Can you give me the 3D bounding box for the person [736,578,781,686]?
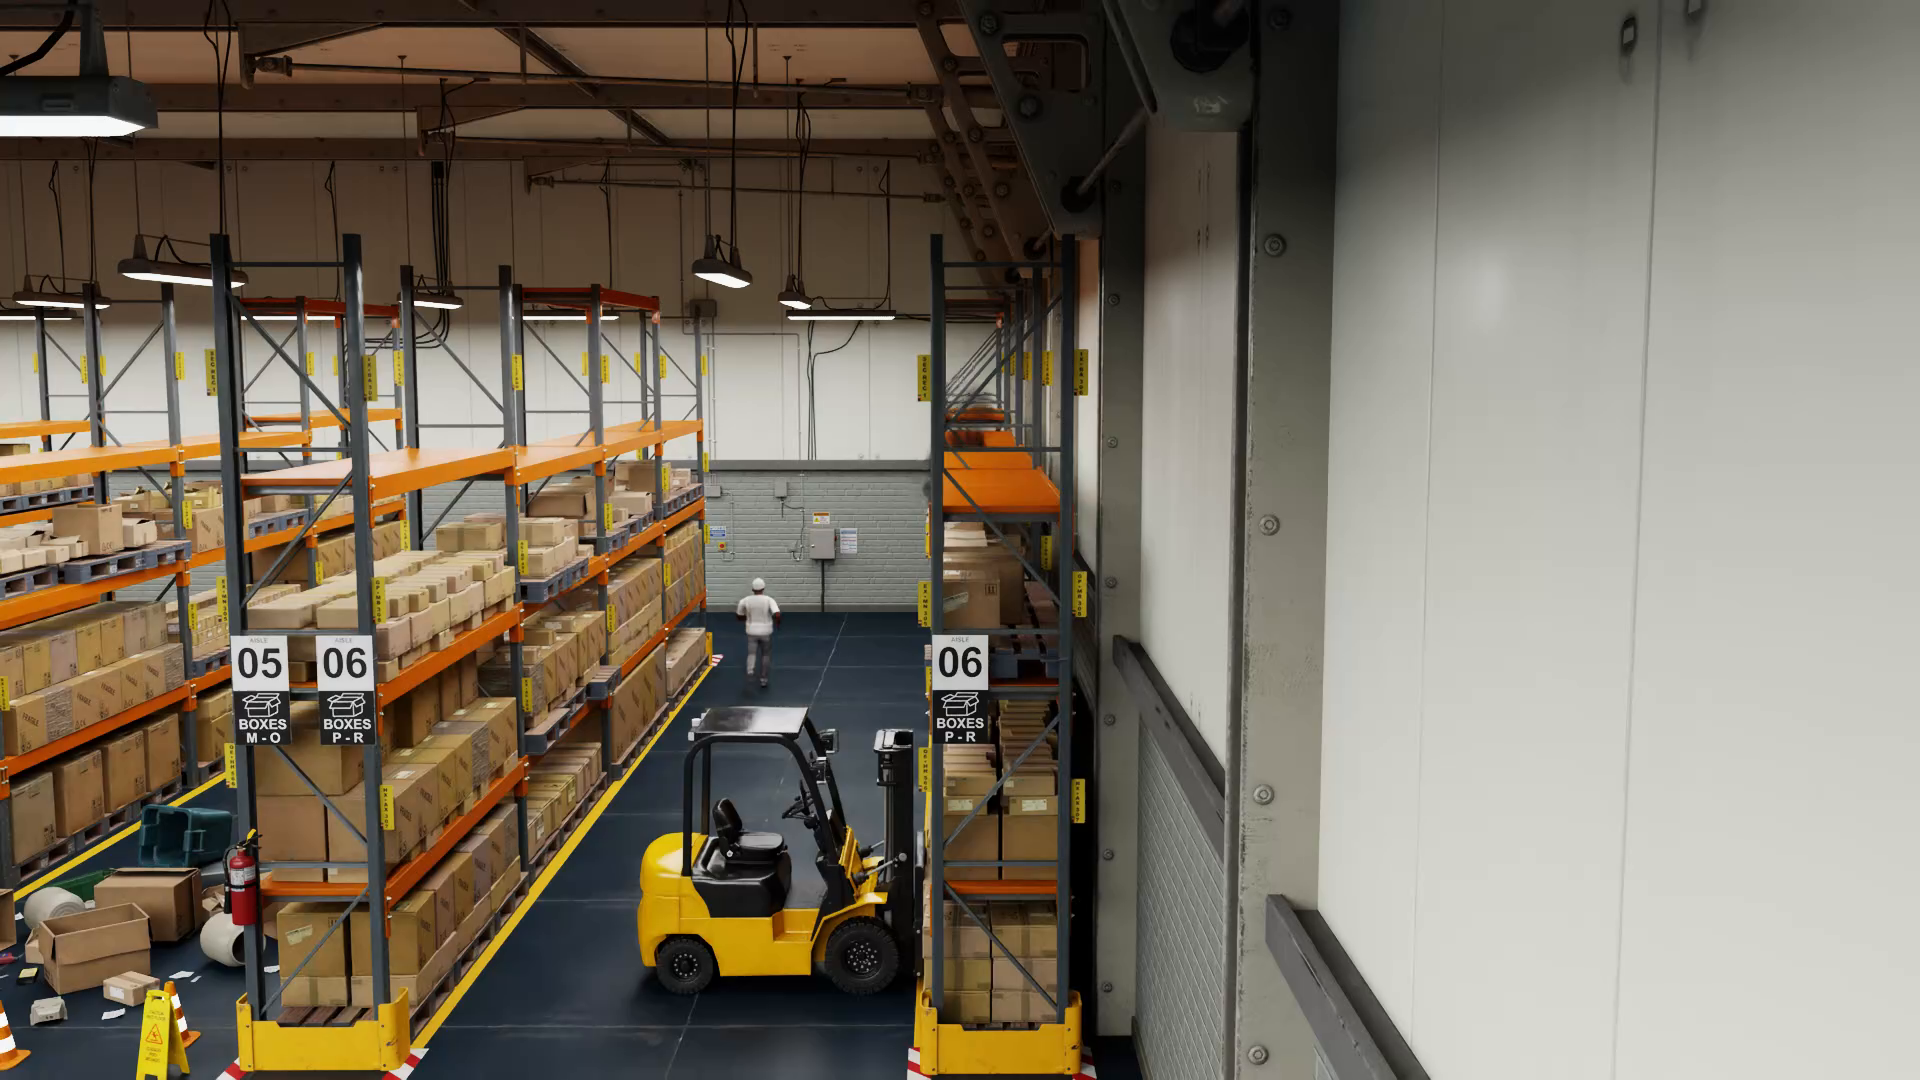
[{"bbox_3d":[-3.122,1.449,25.865,0.714,1.740,0.856,0,6,1],"label":"person"}]
